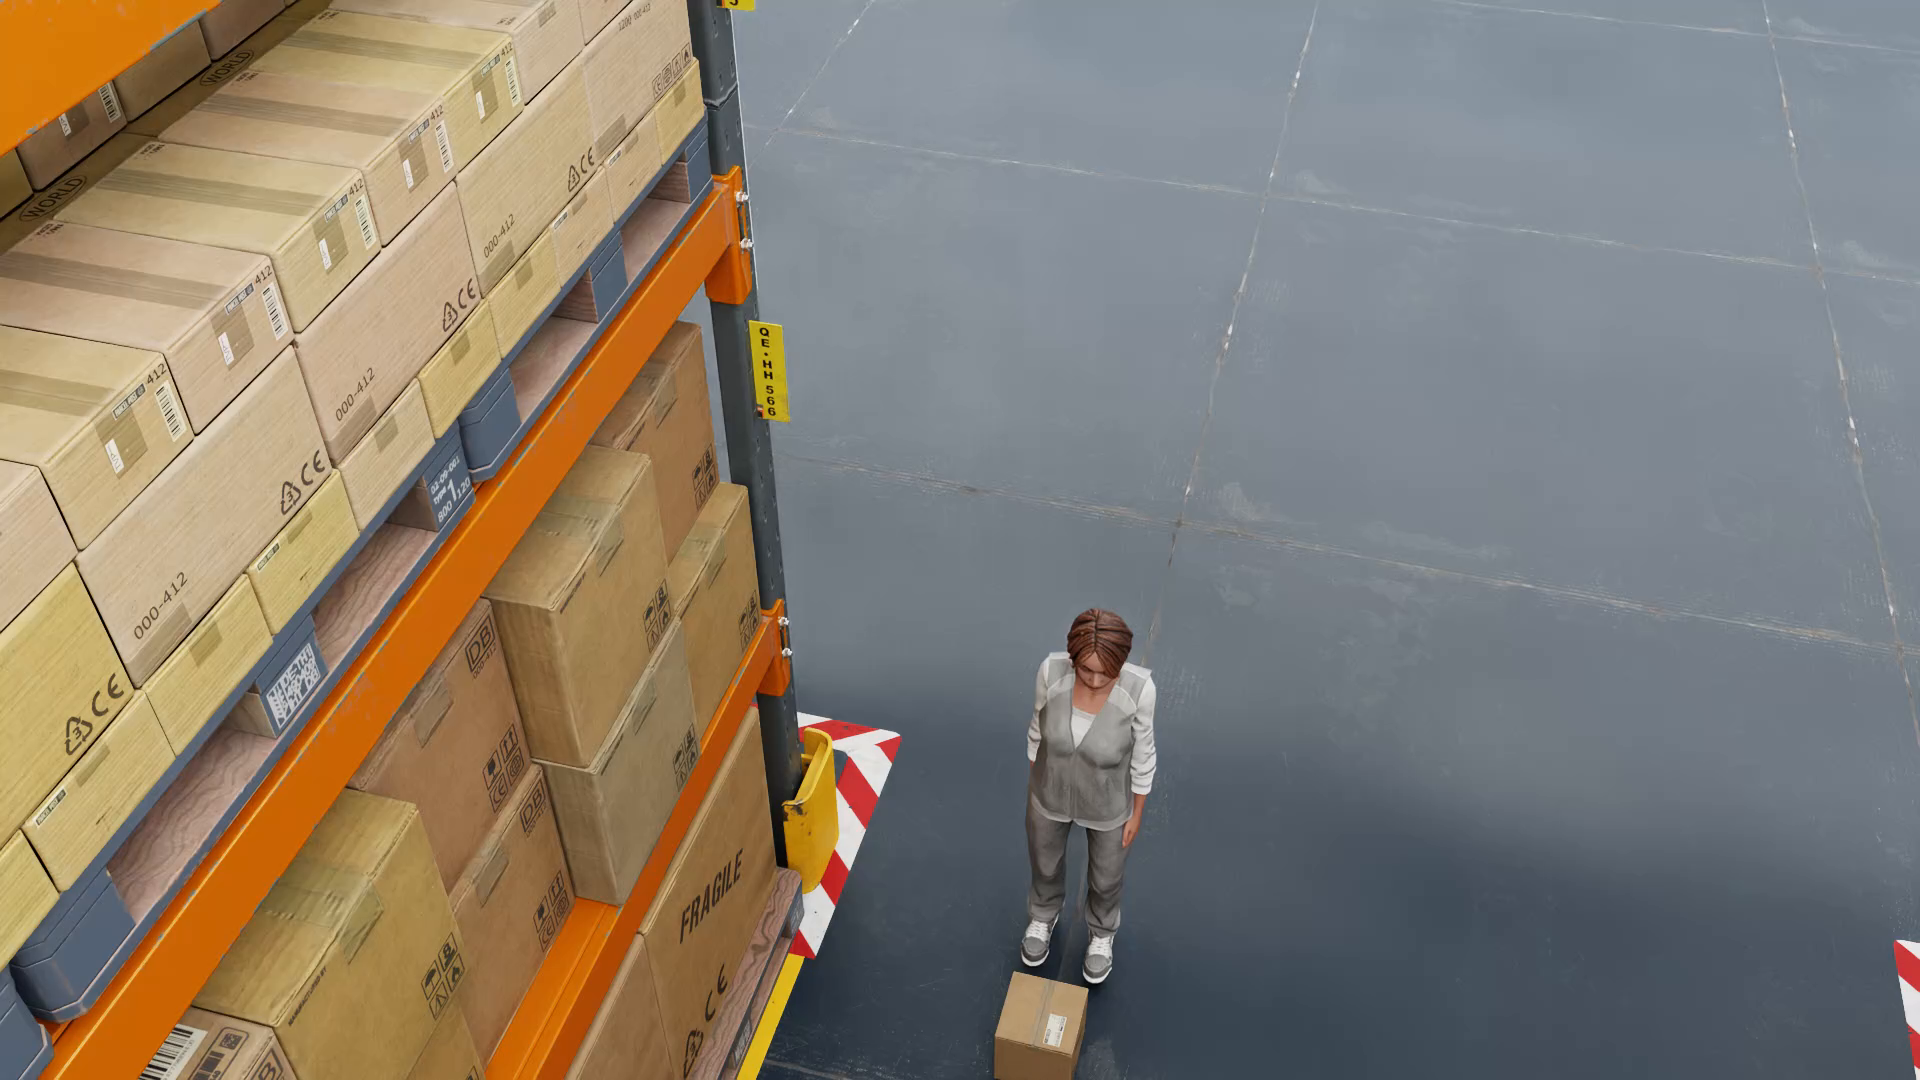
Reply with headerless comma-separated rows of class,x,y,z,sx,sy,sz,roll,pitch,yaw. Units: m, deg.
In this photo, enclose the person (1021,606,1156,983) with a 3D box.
person,0.404,0.816,5.254,0.407,1.592,0.307,11,43,12
